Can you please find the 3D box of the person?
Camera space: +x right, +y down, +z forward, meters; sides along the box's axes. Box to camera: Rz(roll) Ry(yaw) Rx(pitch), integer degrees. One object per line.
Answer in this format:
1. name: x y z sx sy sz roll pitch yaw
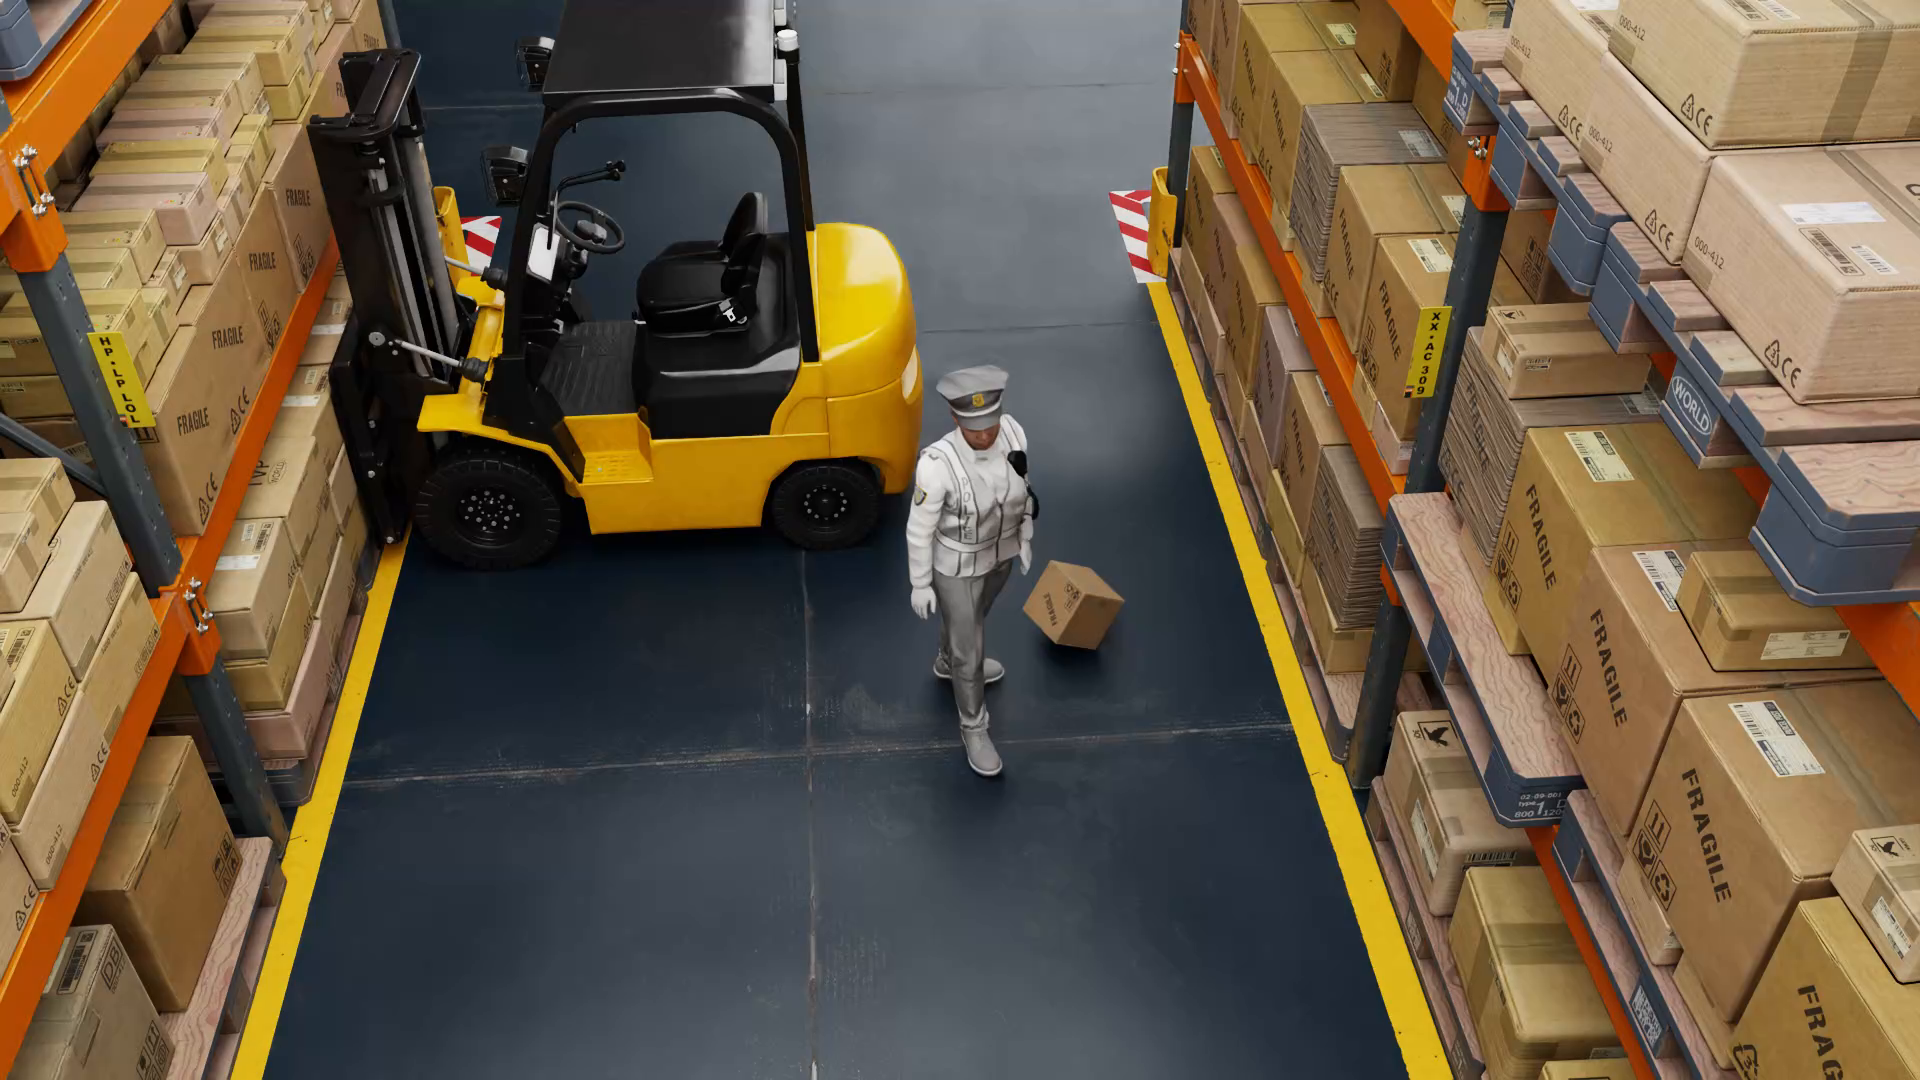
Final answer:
1. person: 0.048 0.067 6.060 0.529 1.660 0.598 -29 47 -31
